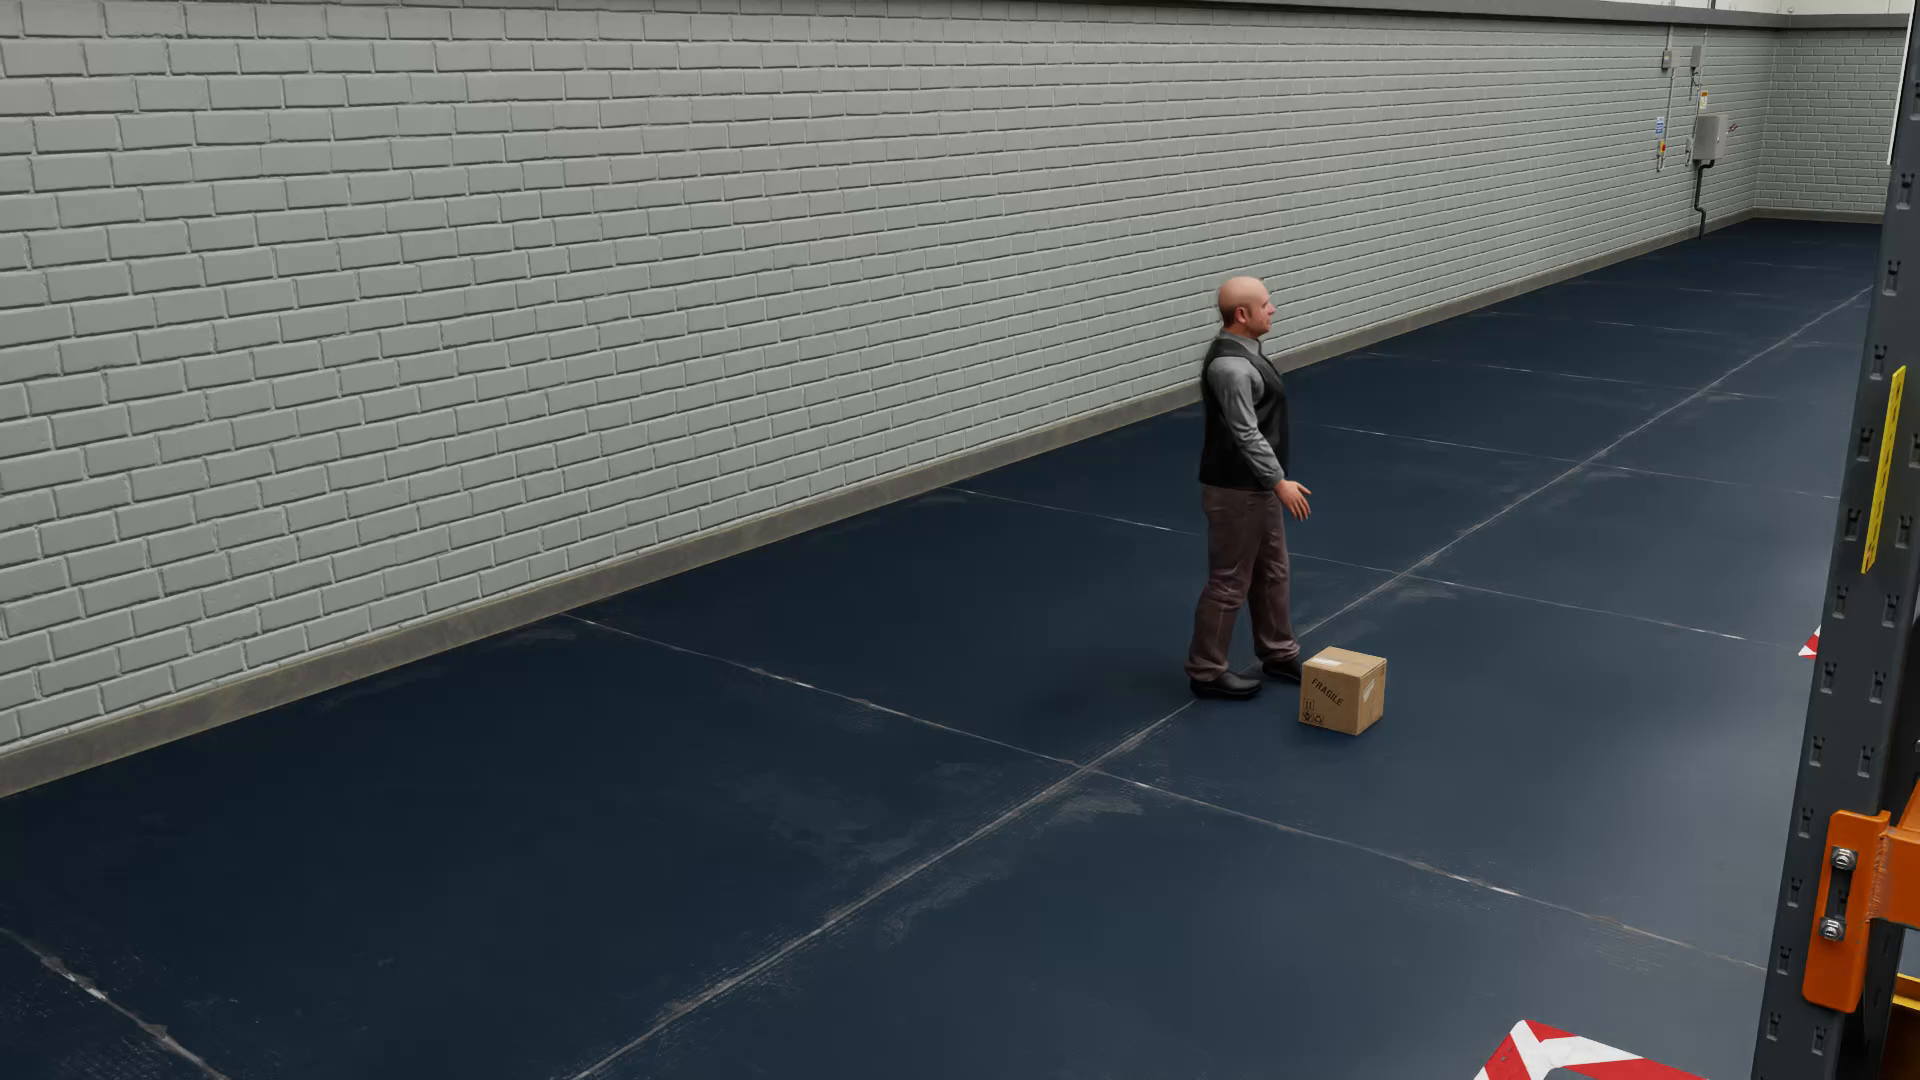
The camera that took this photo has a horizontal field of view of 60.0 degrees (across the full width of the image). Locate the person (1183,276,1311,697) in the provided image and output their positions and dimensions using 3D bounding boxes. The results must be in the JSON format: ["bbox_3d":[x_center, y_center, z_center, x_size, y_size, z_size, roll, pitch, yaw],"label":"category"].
[{"bbox_3d":[1.240,-0.190,6.705,0.602,1.734,0.546,4,17,14],"label":"person"}]
